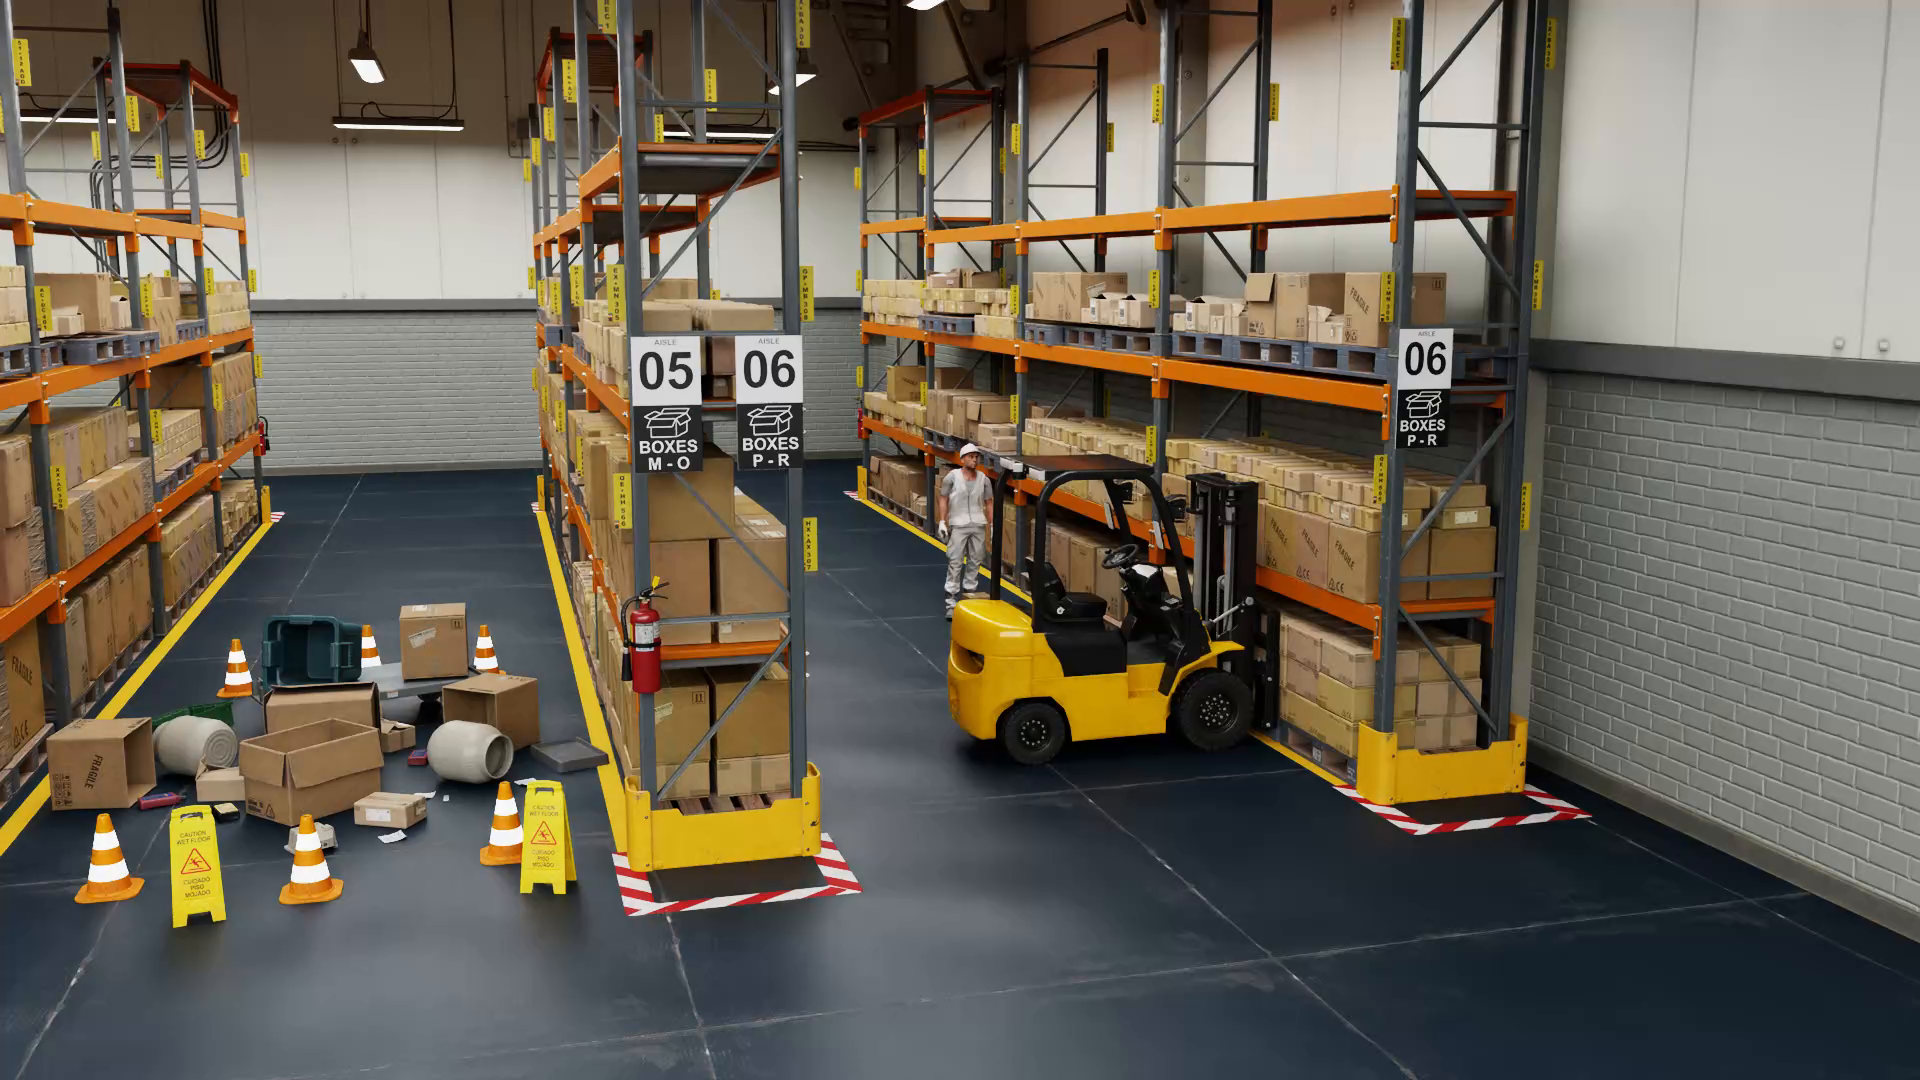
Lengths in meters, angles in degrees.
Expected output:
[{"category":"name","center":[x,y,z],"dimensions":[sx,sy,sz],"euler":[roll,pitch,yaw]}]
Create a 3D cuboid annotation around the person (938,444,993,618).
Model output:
[{"category":"person","center":[0.095,-0.100,17.359],"dimensions":[0.638,1.790,0.561],"euler":[-3,10,-16]}]
